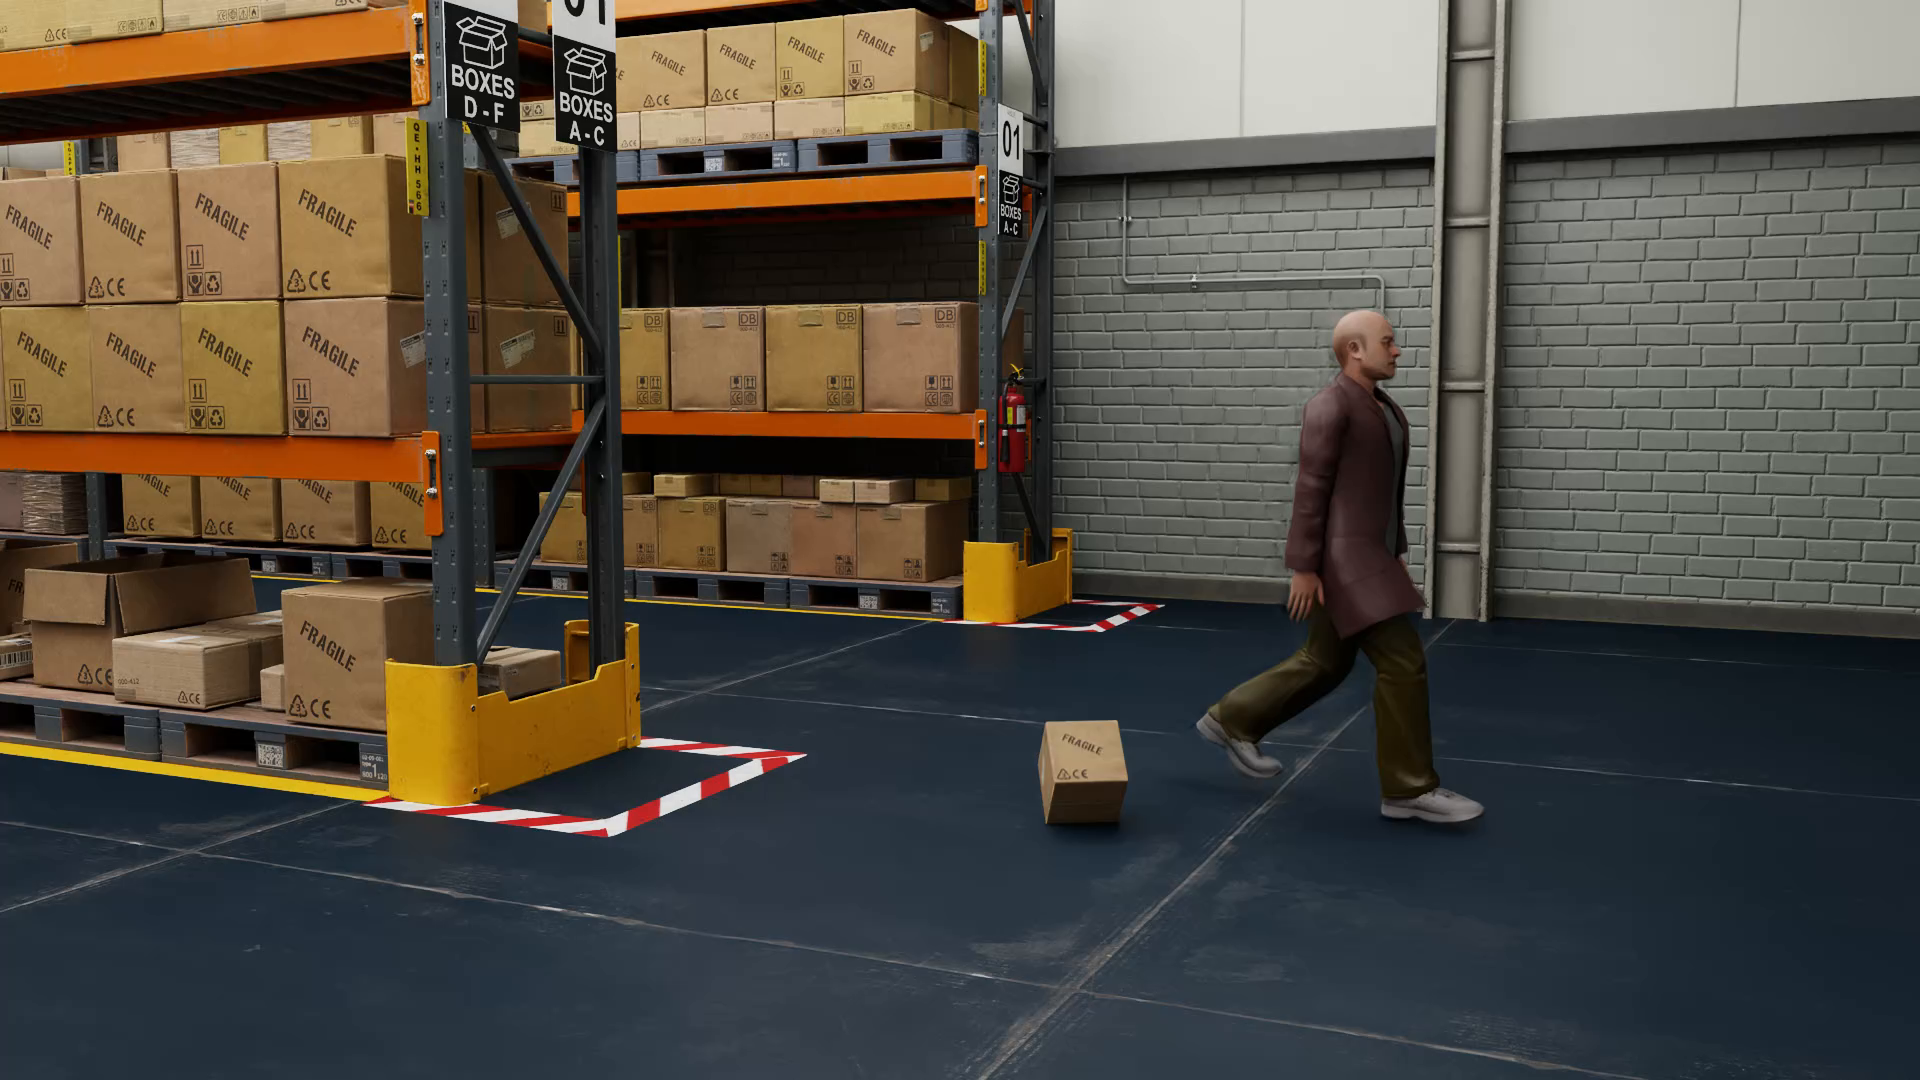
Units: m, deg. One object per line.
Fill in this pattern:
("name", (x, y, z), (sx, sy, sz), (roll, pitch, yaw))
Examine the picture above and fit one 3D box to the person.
("person", (1.339, 0.067, 5.838), (1.105, 1.728, 0.586), (3, 6, 30))
